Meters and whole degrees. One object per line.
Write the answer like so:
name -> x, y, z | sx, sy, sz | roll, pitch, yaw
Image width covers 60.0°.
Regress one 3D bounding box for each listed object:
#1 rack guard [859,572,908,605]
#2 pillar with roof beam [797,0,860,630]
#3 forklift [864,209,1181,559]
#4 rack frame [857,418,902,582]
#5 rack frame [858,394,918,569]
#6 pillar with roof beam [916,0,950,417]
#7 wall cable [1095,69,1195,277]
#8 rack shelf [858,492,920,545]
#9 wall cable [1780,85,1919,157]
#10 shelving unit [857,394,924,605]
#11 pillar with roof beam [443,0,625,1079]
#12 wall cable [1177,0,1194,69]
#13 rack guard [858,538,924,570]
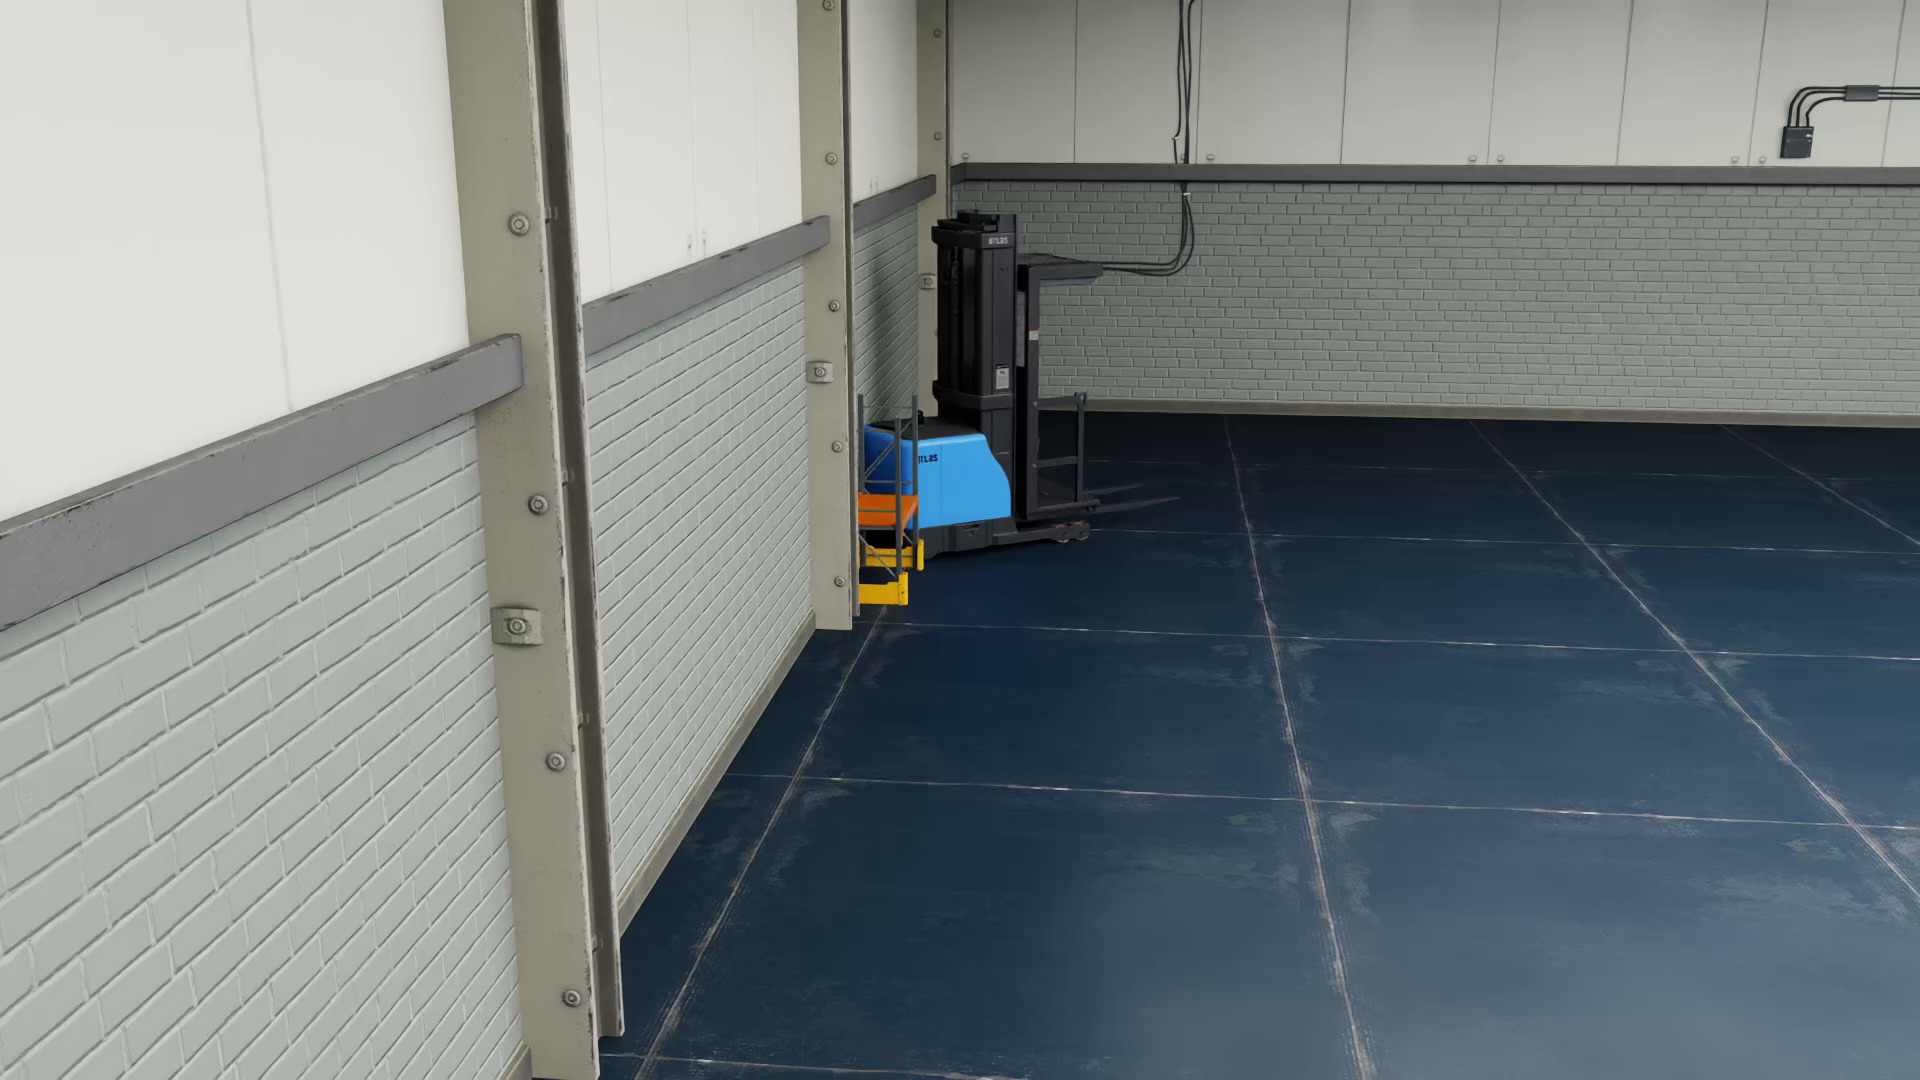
rack guard -> -0.712, 0.378, 13.285 | 0.587, 0.250, 0.087 | 2, 15, 6
pillar with roof beam -> 3.317, -3.590, 11.197 | 9.100, 9.000, 0.400 | 2, 15, 6
forklift -> 0.612, -1.498, 15.086 | 3.031, 2.935, 1.130 | -8, 17, -27
rack frame -> -0.712, -0.225, 13.121 | 0.500, 1.500, 0.032 | 2, 15, 6
rack frame -> -0.605, -0.489, 14.097 | 0.500, 1.500, 0.032 | 2, 15, 6
pillar with roof beam -> 3.994, -5.146, 16.952 | 9.100, 9.000, 0.400 | 2, 15, 6
wall cable -> 1.363, -4.499, 20.508 | 3.097, 2.526, 0.112 | 2, 15, 6
rack shelf -> -0.658, -0.183, 13.656 | 0.538, 0.185, 1.000 | 2, 15, 6
wall cable -> 10.794, -7.356, 18.610 | 2.305, 6.003, 0.169 | 2, 15, 6
shelving unit -> -0.659, -0.355, 13.600 | 0.587, 1.500, 1.083 | 2, 15, 6
pillar with roof beam -> 2.640, -2.033, 5.442 | 9.100, 9.000, 0.400 | 2, 15, 6
wall cable -> 4.051, -6.857, 19.554 | 3.097, 2.526, 0.112 | 2, 15, 6
rack guard -> -0.607, 0.120, 14.241 | 0.587, 0.250, 0.087 | 2, 15, 6
